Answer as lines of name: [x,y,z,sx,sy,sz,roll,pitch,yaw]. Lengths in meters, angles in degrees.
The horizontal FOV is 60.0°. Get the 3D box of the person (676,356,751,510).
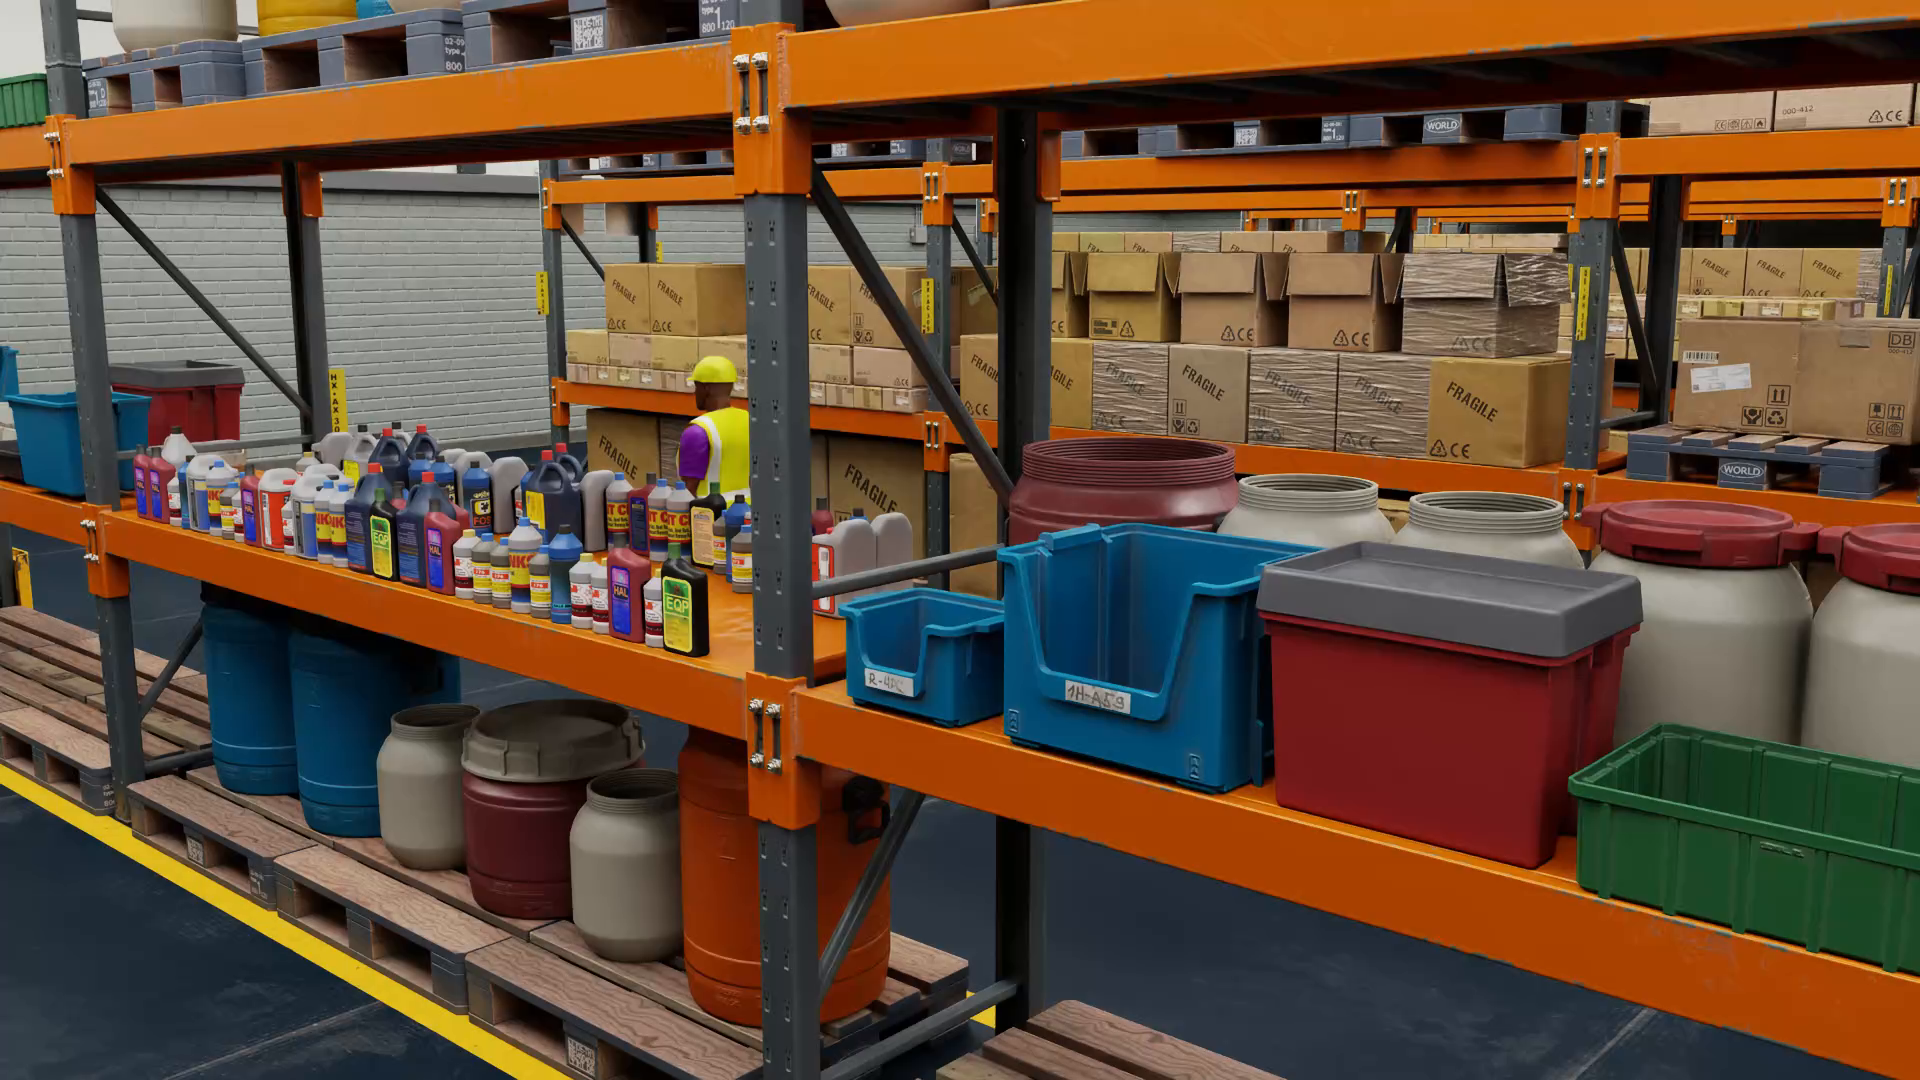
person: [-1.267,-0.066,8.622,0.436,1.771,0.599,7,12,34]
